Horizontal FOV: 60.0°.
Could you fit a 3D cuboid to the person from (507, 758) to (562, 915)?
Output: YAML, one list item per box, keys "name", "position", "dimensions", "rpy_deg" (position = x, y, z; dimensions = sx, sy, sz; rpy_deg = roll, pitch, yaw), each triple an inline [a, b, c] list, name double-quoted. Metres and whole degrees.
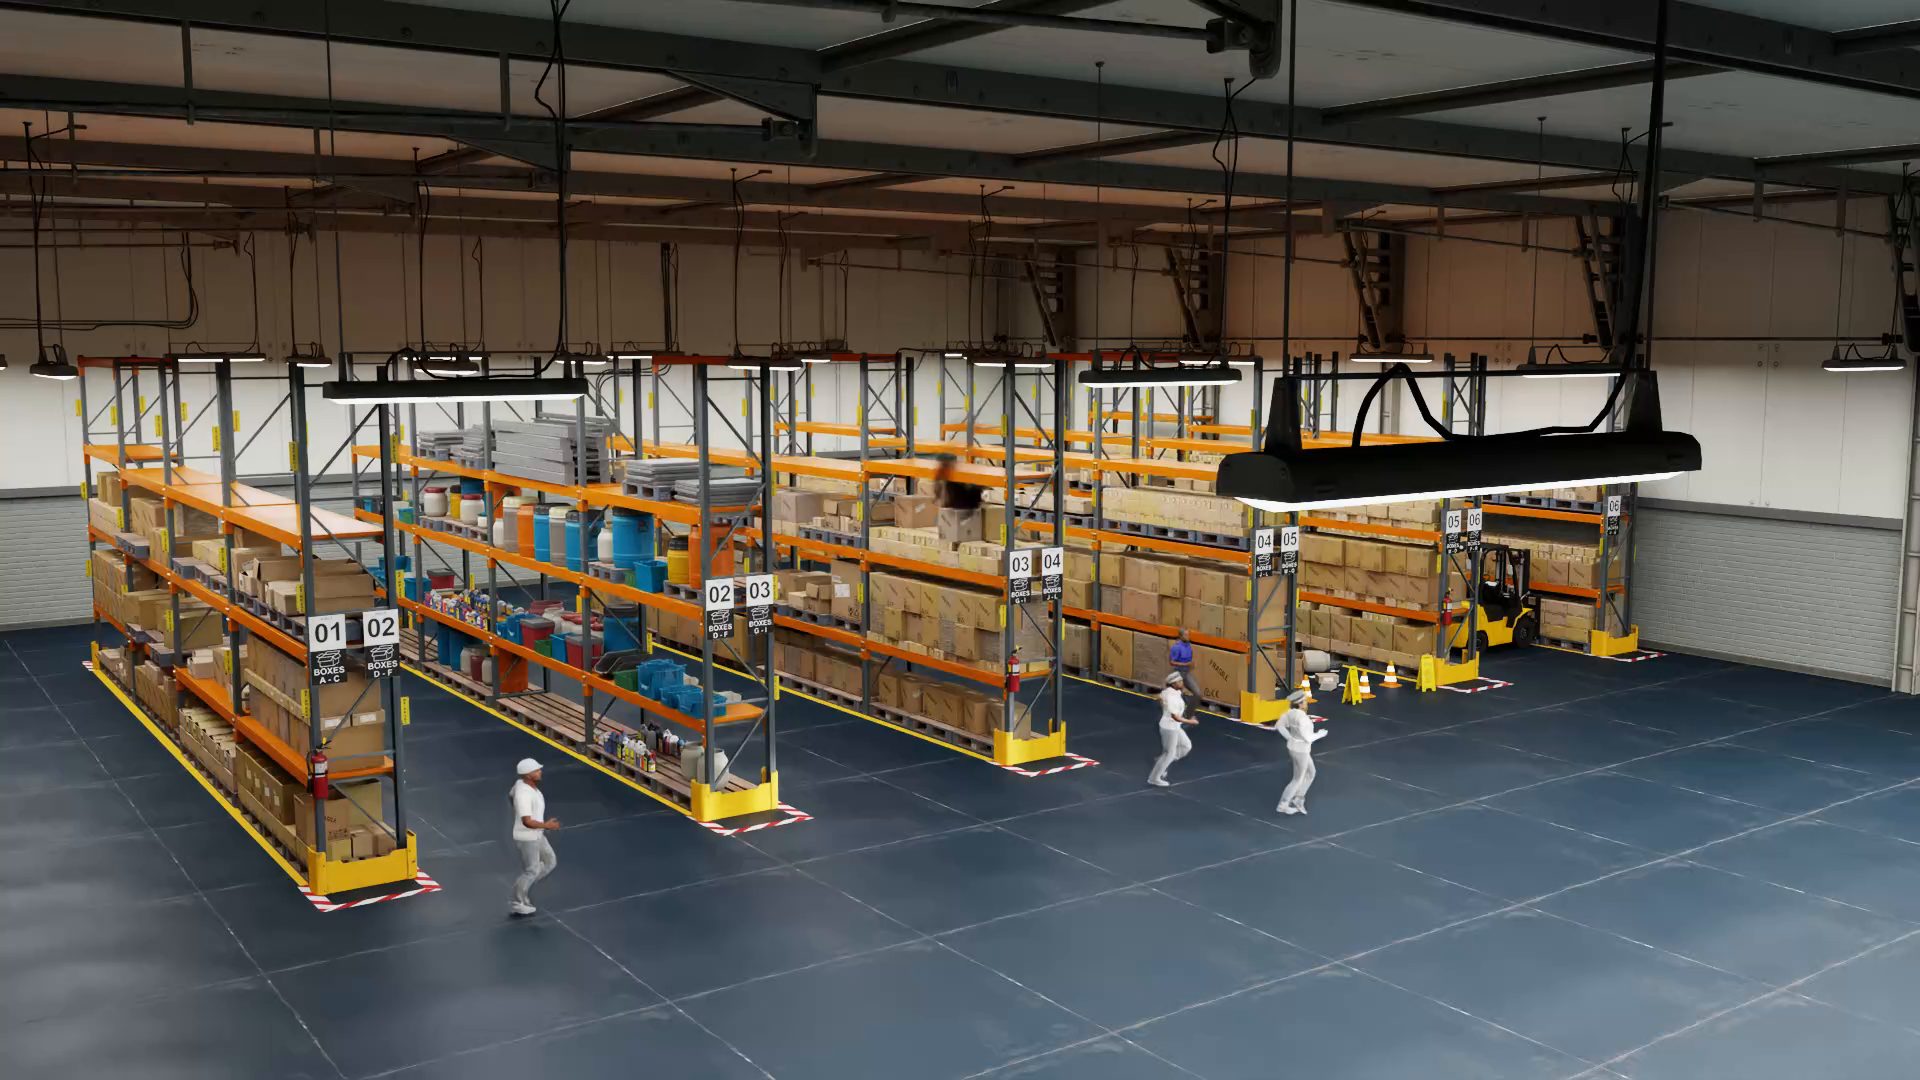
- name: "person"
  position: [-4.697, 3.249, 18.340]
  dimensions: [0.620, 1.733, 0.732]
  rpy_deg: [-1, 7, -10]

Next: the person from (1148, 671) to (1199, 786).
- name: "person"
  position: [3.032, 2.655, 23.589]
  dimensions: [0.701, 1.657, 0.601]
  rpy_deg: [1, 7, 10]

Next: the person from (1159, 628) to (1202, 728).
- name: "person"
  position: [3.598, 2.243, 27.141]
  dimensions: [0.594, 1.665, 0.795]
  rpy_deg: [-6, 9, -39]

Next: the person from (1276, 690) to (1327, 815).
- name: "person"
  position: [4.521, 2.831, 22.058]
  dimensions: [0.659, 1.728, 0.592]
  rpy_deg: [-1, 7, -6]

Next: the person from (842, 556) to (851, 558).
- name: "person"
  position: [-2.359, 1.183, 35.297]
  dimensions: [0.706, 1.730, 0.608]
  rpy_deg: [-4, 8, -31]
